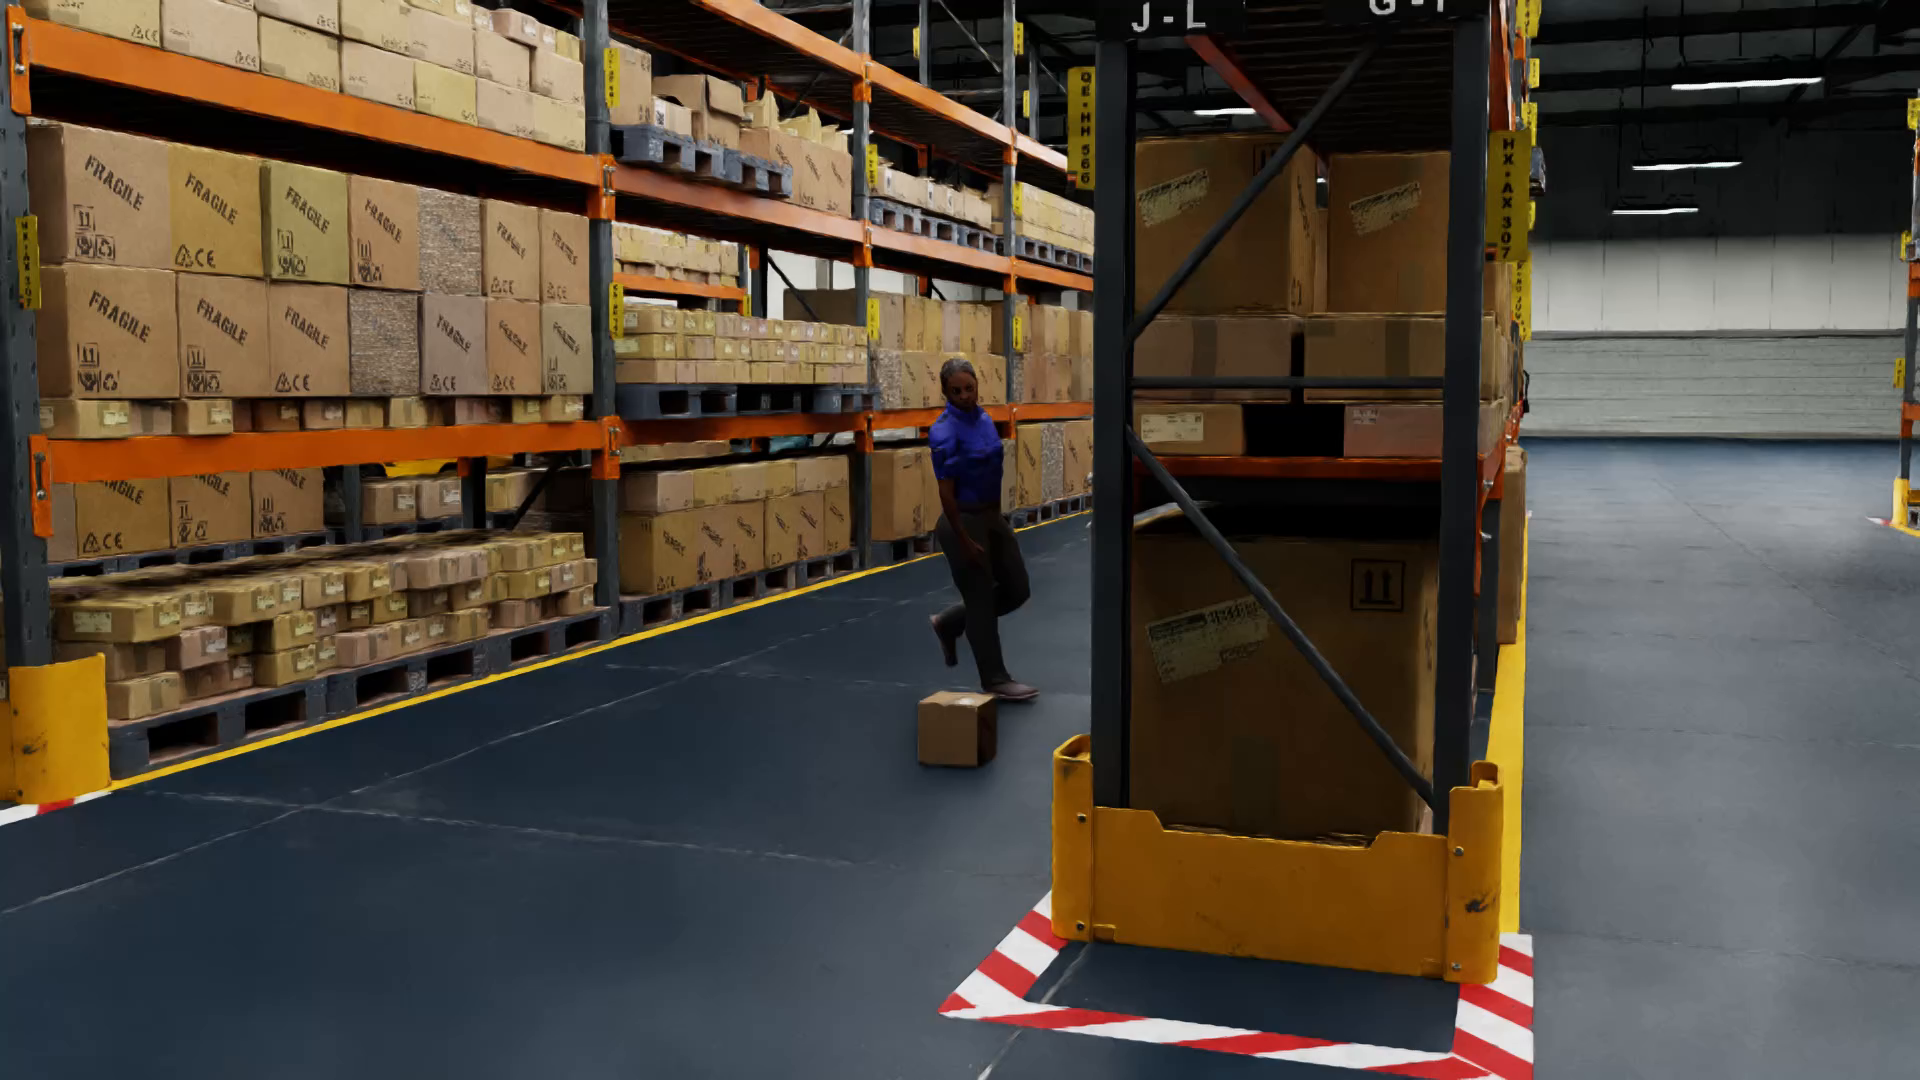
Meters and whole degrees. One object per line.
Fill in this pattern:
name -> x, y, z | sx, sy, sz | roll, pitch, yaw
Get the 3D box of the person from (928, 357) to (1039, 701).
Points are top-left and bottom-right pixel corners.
person -> 0.033, -0.039, 7.822 | 0.613, 1.599, 0.563 | 3, 6, 31
